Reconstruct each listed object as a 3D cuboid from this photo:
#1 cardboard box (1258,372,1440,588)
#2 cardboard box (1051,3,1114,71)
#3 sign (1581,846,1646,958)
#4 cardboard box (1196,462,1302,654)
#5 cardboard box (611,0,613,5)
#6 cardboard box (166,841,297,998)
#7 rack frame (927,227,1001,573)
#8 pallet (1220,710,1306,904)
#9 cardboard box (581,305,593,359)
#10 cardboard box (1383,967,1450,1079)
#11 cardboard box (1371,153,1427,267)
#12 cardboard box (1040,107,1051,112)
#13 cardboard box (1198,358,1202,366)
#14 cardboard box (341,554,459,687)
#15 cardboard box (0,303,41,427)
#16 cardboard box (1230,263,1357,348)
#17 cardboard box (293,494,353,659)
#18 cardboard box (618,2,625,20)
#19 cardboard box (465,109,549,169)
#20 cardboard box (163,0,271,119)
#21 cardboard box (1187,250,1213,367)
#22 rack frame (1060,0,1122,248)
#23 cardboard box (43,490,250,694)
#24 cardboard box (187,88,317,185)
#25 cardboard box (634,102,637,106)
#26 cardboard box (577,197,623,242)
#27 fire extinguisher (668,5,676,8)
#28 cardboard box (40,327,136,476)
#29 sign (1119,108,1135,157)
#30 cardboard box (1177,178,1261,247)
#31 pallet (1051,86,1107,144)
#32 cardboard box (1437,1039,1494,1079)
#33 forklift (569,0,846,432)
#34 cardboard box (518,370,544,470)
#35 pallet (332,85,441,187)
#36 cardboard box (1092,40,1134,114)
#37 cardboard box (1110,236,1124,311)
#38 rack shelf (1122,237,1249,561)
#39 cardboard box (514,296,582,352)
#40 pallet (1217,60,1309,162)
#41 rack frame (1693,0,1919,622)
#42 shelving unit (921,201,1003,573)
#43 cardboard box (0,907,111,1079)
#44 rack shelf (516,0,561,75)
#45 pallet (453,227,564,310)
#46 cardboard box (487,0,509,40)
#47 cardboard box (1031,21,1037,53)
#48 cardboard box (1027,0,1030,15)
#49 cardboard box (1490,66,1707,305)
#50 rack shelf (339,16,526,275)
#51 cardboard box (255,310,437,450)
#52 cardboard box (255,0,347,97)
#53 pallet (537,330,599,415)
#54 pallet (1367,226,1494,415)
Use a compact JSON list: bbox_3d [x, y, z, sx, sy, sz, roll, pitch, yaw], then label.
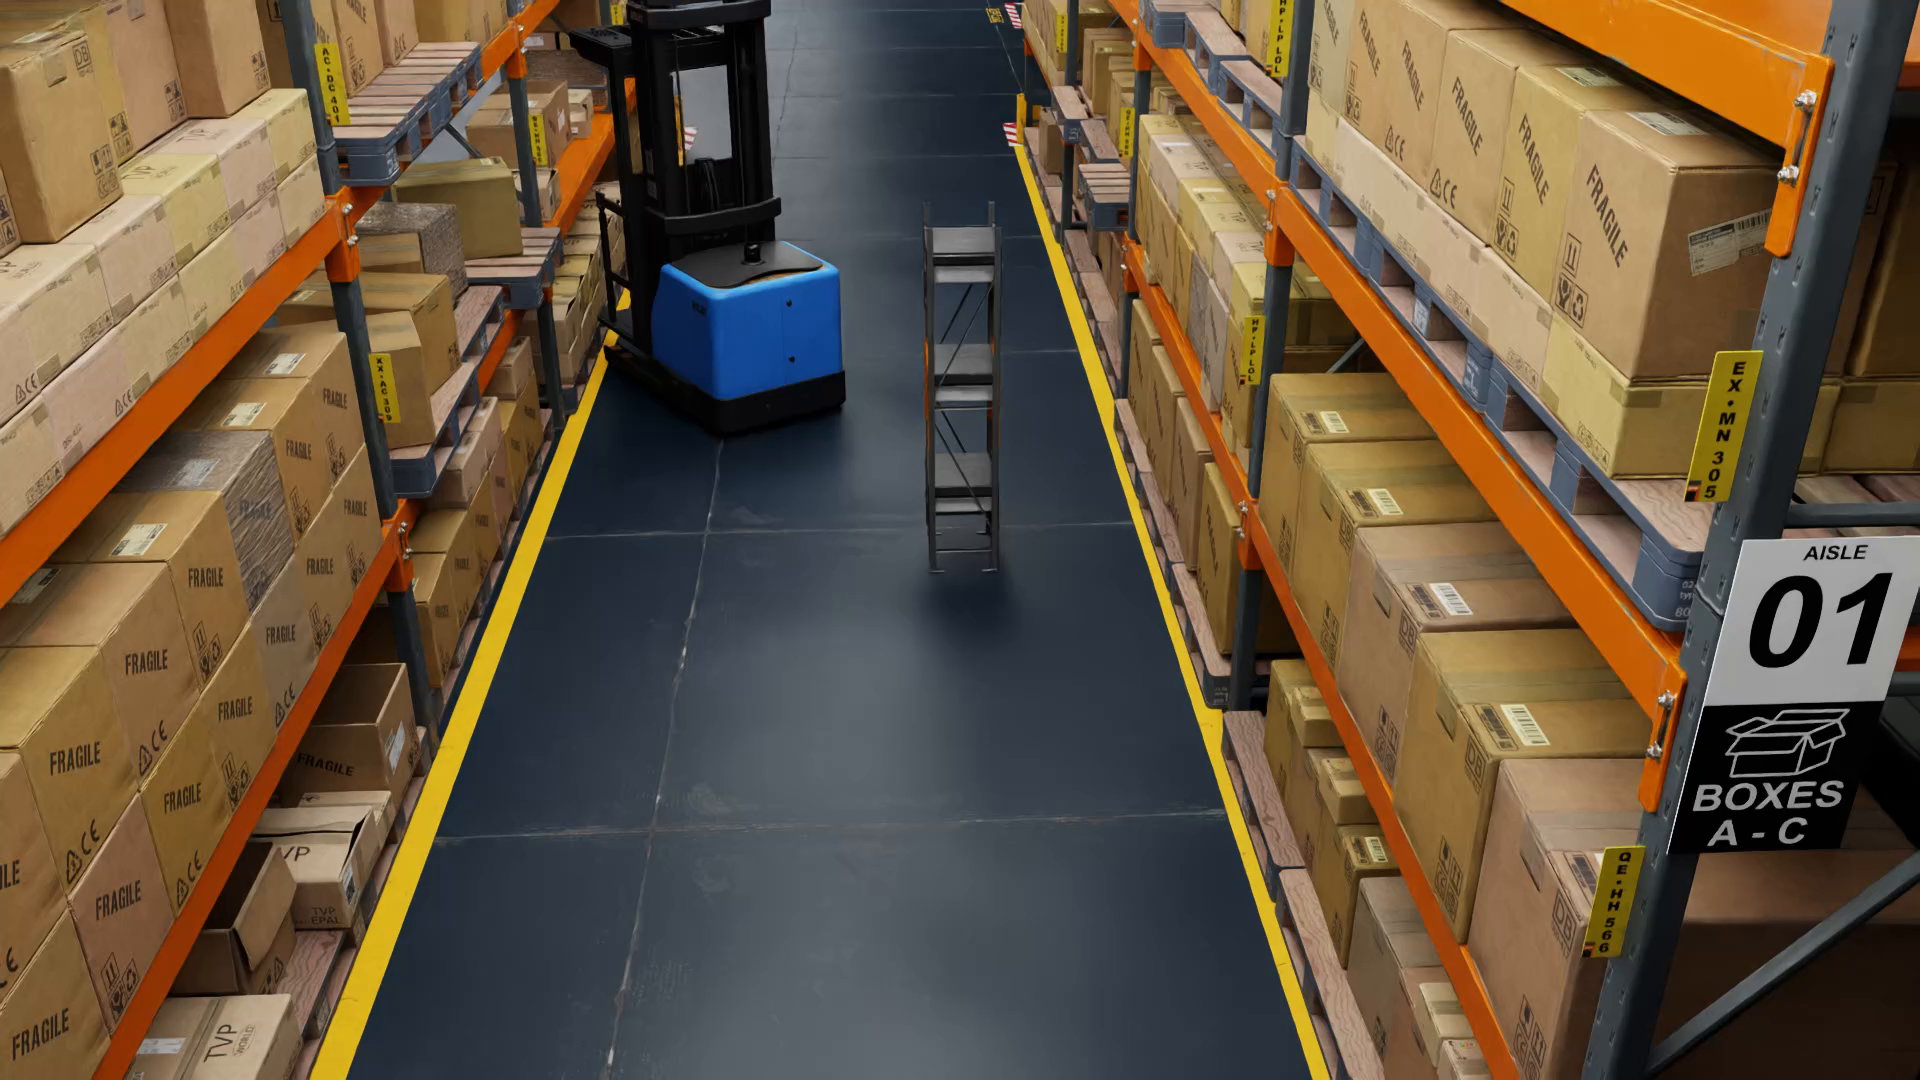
[{"bbox_3d":[1.871,-0.272,7.203,0.980,0.700,0.700,-1,28,-2],"label":"cardboard box"},{"bbox_3d":[1.108,-4.570,15.098,0.500,0.500,0.500,-1,28,-3],"label":"cardboard box"},{"bbox_3d":[1.525,0.846,3.876,0.100,0.325,0.005,-1,28,-3],"label":"sign"},{"bbox_3d":[1.695,0.080,8.723,0.750,0.750,0.750,-1,28,-2],"label":"cardboard box"},{"bbox_3d":[-3.563,-5.020,15.121,0.700,0.500,0.500,-1,28,-3],"label":"cardboard box"},{"bbox_3d":[-2.985,1.511,6.333,0.797,0.503,0.637,-1,28,-3],"label":"cardboard box"},{"bbox_3d":[0.021,-0.742,9.402,0.400,2.100,0.015,-1,28,-3],"label":"rack frame"},{"bbox_3d":[1.820,1.200,7.721,1.003,0.211,1.213,-1,28,-3],"label":"pallet"},{"bbox_3d":[-3.058,-1.564,12.524,0.500,0.250,0.500,-2,28,-4],"label":"cardboard box"},{"bbox_3d":[1.905,1.828,5.751,0.700,0.500,0.500,-1,28,-3],"label":"cardboard box"},{"bbox_3d":[1.678,-1.086,5.444,0.500,0.250,0.500,-2,28,-4],"label":"cardboard box"},{"bbox_3d":[1.178,-4.613,18.282,0.500,0.311,0.500,-4,28,-8],"label":"cardboard box"},{"bbox_3d":[1.536,-1.024,9.220,0.380,0.149,0.250,-2,28,-4],"label":"cardboard box"},{"bbox_3d":[-2.870,0.416,8.437,0.500,0.500,0.500,-3,28,-5],"label":"cardboard box"},{"bbox_3d":[-2.665,-0.381,4.114,0.500,0.250,0.500,-1,28,-3],"label":"cardboard box"},{"bbox_3d":[1.579,-1.117,7.885,0.500,0.250,0.500,-1,28,-1],"label":"cardboard box"},{"bbox_3d":[-2.777,0.150,6.611,0.500,0.500,0.500,-1,28,-1],"label":"cardboard box"},{"bbox_3d":[-3.398,-5.019,15.819,0.380,0.149,0.250,-2,28,-4],"label":"cardboard box"},{"bbox_3d":[-3.401,-2.934,12.524,0.500,0.500,0.500,-3,28,-5],"label":"cardboard box"},{"bbox_3d":[-3.024,-1.862,6.144,0.700,0.500,0.500,-1,28,-3],"label":"cardboard box"},{"bbox_3d":[1.529,-1.249,8.950,0.500,0.500,0.500,-1,28,-3],"label":"cardboard box"},{"bbox_3d":[1.441,-4.084,14.837,1.000,3.000,0.127,-1,28,-3],"label":"rack frame"},{"bbox_3d":[-2.722,0.173,5.485,0.500,0.500,0.500,-2,28,-3],"label":"cardboard box"},{"bbox_3d":[-2.791,-1.535,6.328,0.500,0.250,0.500,-1,28,-3],"label":"cardboard box"},{"bbox_3d":[-3.298,-4.177,16.723,0.500,0.500,0.500,-1,28,-3],"label":"cardboard box"},{"bbox_3d":[-3.165,-2.758,14.208,0.500,0.311,0.500,-1,28,-1],"label":"cardboard box"},{"bbox_3d":[-3.257,-5.842,18.290,0.296,0.674,0.183,-1,28,-3],"label":"fire extinguisher"},{"bbox_3d":[-2.693,-0.390,4.673,0.500,0.250,0.500,-1,28,-3],"label":"cardboard box"},{"bbox_3d":[1.108,-2.698,11.012,0.100,0.325,0.005,-1,28,-3],"label":"sign"},{"bbox_3d":[1.508,-1.824,9.241,0.500,0.250,0.500,-2,28,-4],"label":"cardboard box"},{"bbox_3d":[1.336,-3.643,14.198,1.003,0.211,1.213,-1,28,-3],"label":"pallet"},{"bbox_3d":[1.743,1.716,5.263,0.380,0.149,0.250,-2,28,-3],"label":"cardboard box"},{"bbox_3d":[-2.083,-2.675,12.209,1.130,2.935,3.031,-18,32,-31],"label":"forklift"},{"bbox_3d":[-3.014,-0.776,10.722,0.500,0.500,0.500,0,28,-1],"label":"cardboard box"},{"bbox_3d":[-3.052,-1.818,7.451,1.213,0.211,1.003,-1,28,-3],"label":"pallet"},{"bbox_3d":[1.456,-3.829,13.765,0.700,0.500,0.500,1,28,3],"label":"cardboard box"},{"bbox_3d":[1.595,-2.124,13.307,0.700,0.500,0.500,-2,28,-3],"label":"cardboard box"},{"bbox_3d":[1.754,-0.994,9.691,1.077,0.370,4.000,-1,28,-3],"label":"rack shelf"},{"bbox_3d":[-3.031,-1.580,11.949,0.500,0.311,0.500,0,28,-1],"label":"cardboard box"},{"bbox_3d":[1.762,-2.057,7.913,0.805,0.209,1.217,-2,28,-5],"label":"pallet"},{"bbox_3d":[2.068,-1.202,2.824,1.000,3.000,0.127,-1,28,-3],"label":"rack frame"},{"bbox_3d":[0.009,-0.855,9.618,0.431,2.100,0.503,-1,28,-3],"label":"shelving unit"},{"bbox_3d":[-2.639,1.323,4.361,0.500,0.500,0.500,-1,28,-2],"label":"cardboard box"},{"bbox_3d":[-3.401,-4.050,12.306,1.077,0.370,4.000,-1,28,-3],"label":"rack shelf"},{"bbox_3d":[-3.191,-1.719,10.510,1.213,0.211,1.003,-1,28,-3],"label":"pallet"},{"bbox_3d":[-3.240,-3.289,9.961,0.910,0.500,0.500,-1,28,-3],"label":"cardboard box"},{"bbox_3d":[1.003,-5.166,17.052,0.500,0.250,0.500,-2,28,-3],"label":"cardboard box"},{"bbox_3d":[0.973,-5.750,17.361,0.500,0.500,0.500,-1,28,-2],"label":"cardboard box"},{"bbox_3d":[1.742,-0.932,4.338,0.500,0.500,0.500,-1,28,-1],"label":"cardboard box"},{"bbox_3d":[-3.192,-2.203,8.764,1.077,0.370,4.000,-1,28,-3],"label":"rack shelf"},{"bbox_3d":[-2.889,-0.723,7.830,0.700,0.500,0.500,-11,29,-20],"label":"cardboard box"},{"bbox_3d":[-3.041,-2.108,7.133,0.600,0.600,0.600,-4,28,-8],"label":"cardboard box"},{"bbox_3d":[-3.301,-1.260,12.438,1.003,0.211,1.213,-1,28,-3],"label":"pallet"},{"bbox_3d":[1.952,-0.740,5.278,1.003,0.211,1.213,-1,28,-3],"label":"pallet"}]
